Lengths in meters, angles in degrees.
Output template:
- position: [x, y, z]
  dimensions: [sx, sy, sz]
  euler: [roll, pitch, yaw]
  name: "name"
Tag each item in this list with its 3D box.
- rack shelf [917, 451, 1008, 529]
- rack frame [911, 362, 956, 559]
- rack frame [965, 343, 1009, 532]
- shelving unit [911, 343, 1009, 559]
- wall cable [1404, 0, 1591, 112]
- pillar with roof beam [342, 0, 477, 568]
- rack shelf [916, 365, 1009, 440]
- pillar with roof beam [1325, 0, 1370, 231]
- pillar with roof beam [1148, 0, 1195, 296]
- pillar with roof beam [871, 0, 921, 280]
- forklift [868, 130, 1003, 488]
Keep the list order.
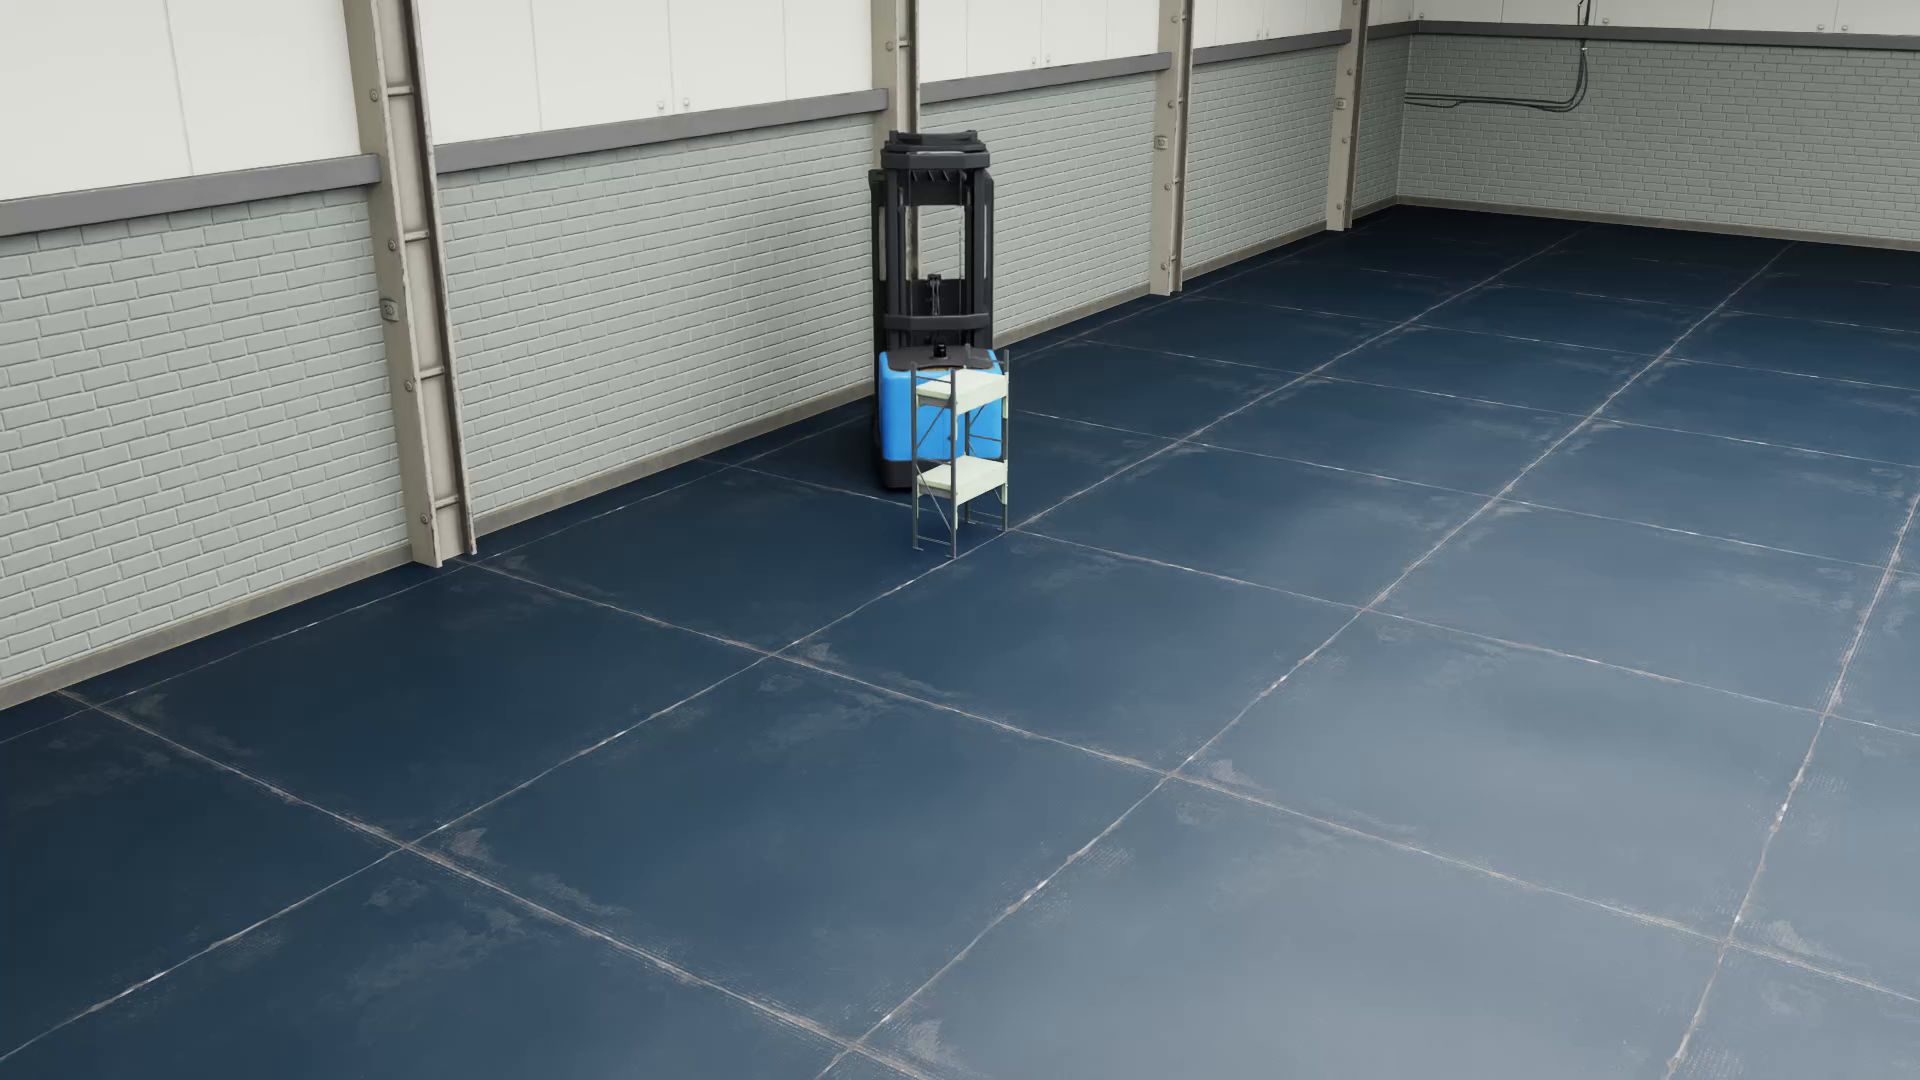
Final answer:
- position: [0.004, -0.400, 13.123]
  dimensions: [0.431, 0.370, 0.720]
  euler: [13, 24, 32]
  name: "rack shelf"
- position: [-0.202, -0.600, 12.726]
  dimensions: [0.400, 1.500, 0.023]
  euler: [13, 24, 32]
  name: "rack frame"
- position: [0.209, -0.810, 13.294]
  dimensions: [0.400, 1.500, 0.023]
  euler: [13, 24, 32]
  name: "rack frame"
- position: [0.004, -0.705, 13.010]
  dimensions: [0.431, 1.500, 0.755]
  euler: [13, 24, 32]
  name: "shelving unit"
- position: [8.860, -8.390, 27.451]
  dimensions: [3.097, 2.526, 0.112]
  euler: [13, 24, 32]
  name: "wall cable"
- position: [-0.448, -3.255, 9.093]
  dimensions: [9.100, 9.000, 0.400]
  euler: [13, 24, 32]
  name: "pillar with roof beam"
- position: [0.004, -1.071, 12.875]
  dimensions: [0.431, 0.370, 0.720]
  euler: [13, 24, 32]
  name: "rack shelf"
- position: [9.670, -8.419, 23.055]
  dimensions: [9.100, 9.000, 0.400]
  euler: [13, 24, 32]
  name: "pillar with roof beam"
- position: [6.297, -6.698, 18.401]
  dimensions: [9.100, 9.000, 0.400]
  euler: [13, 24, 32]
  name: "pillar with roof beam"
- position: [2.925, -4.976, 13.747]
  dimensions: [9.100, 9.000, 0.400]
  euler: [13, 24, 32]
  name: "pillar with roof beam"
- position: [-0.264, -2.291, 15.235]
  dimensions: [1.130, 2.935, 3.031]
  euler: [-2, 20, -4]
  name: "forklift"
